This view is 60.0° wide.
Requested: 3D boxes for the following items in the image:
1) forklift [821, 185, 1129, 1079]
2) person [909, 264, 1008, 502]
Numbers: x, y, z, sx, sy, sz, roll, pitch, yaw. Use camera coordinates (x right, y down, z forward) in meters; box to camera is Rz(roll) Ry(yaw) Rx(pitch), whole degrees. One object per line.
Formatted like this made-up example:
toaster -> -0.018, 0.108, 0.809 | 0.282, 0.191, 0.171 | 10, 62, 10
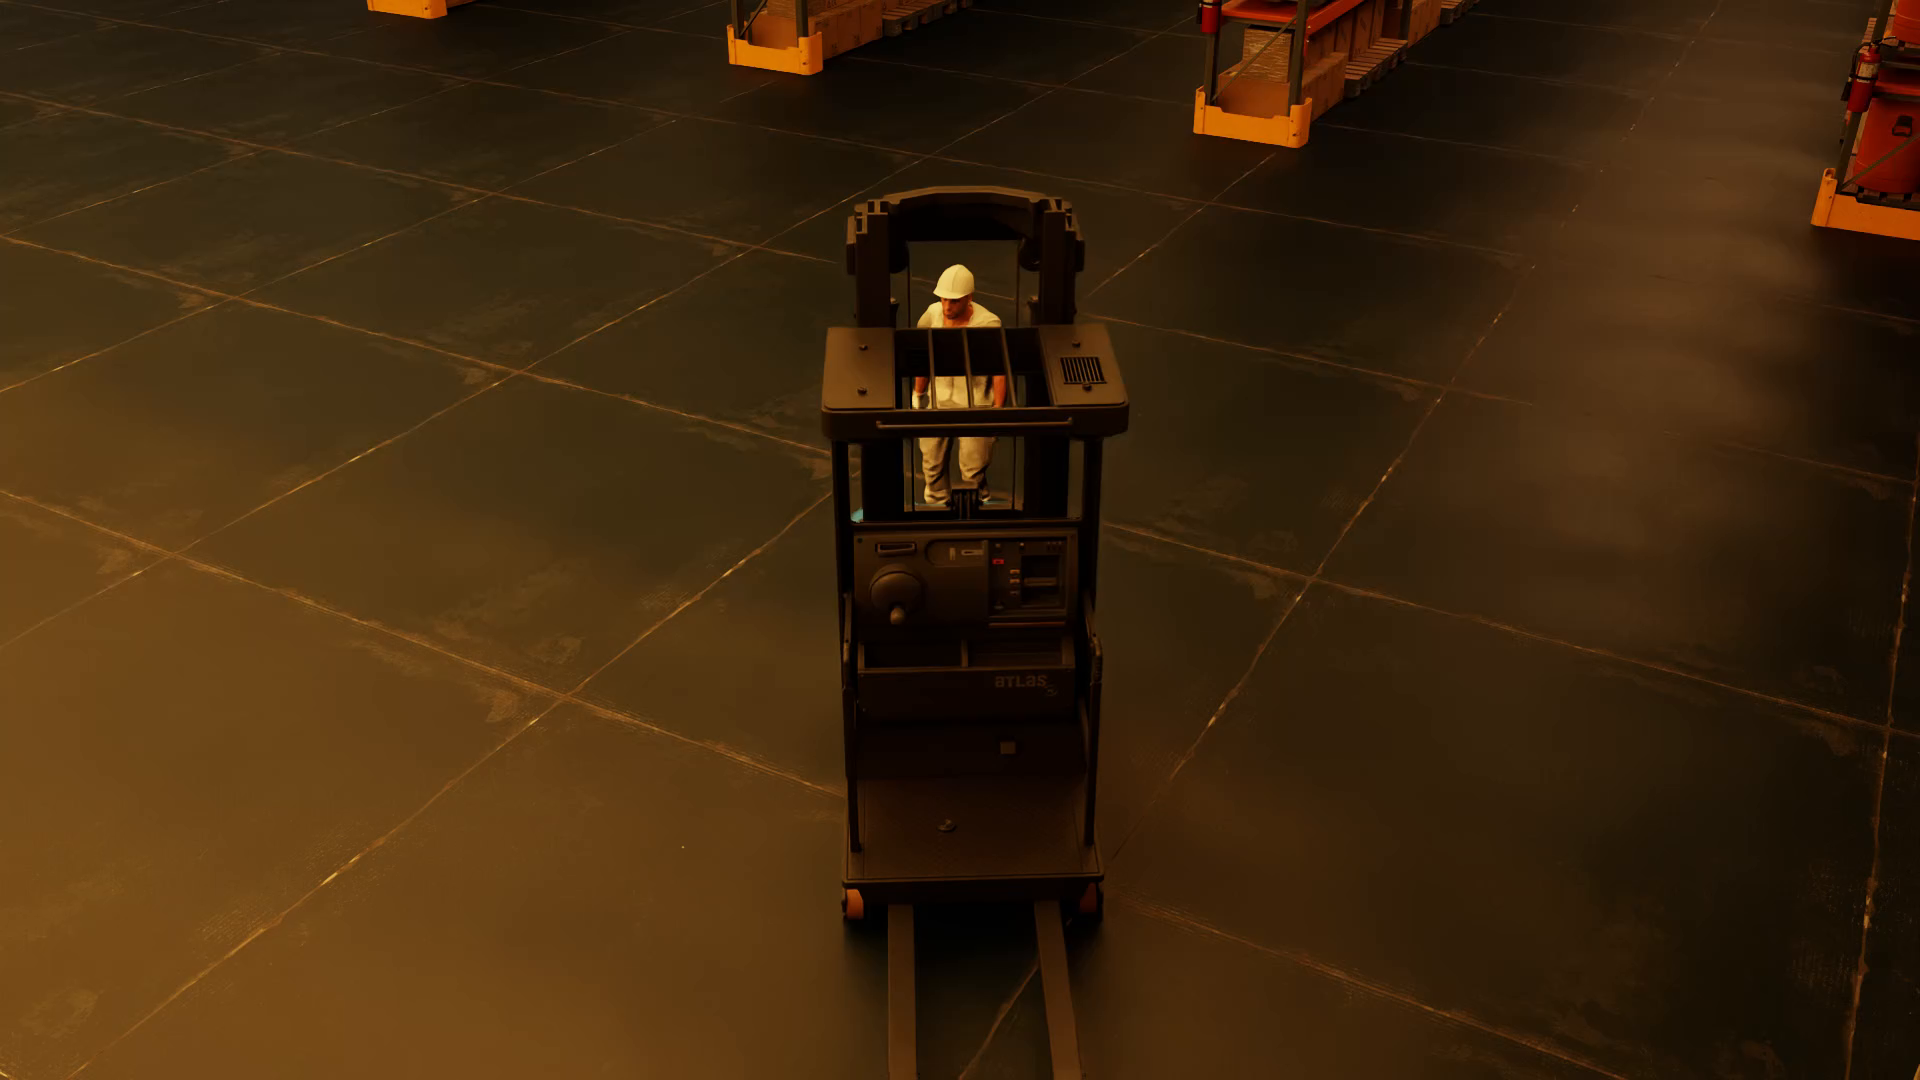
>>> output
forklift -> 0.039, 0.202, 6.720 | 1.130, 2.935, 3.031 | -1, 30, -2
person -> -0.015, -0.747, 9.522 | 0.608, 1.778, 0.450 | 14, 33, 23
